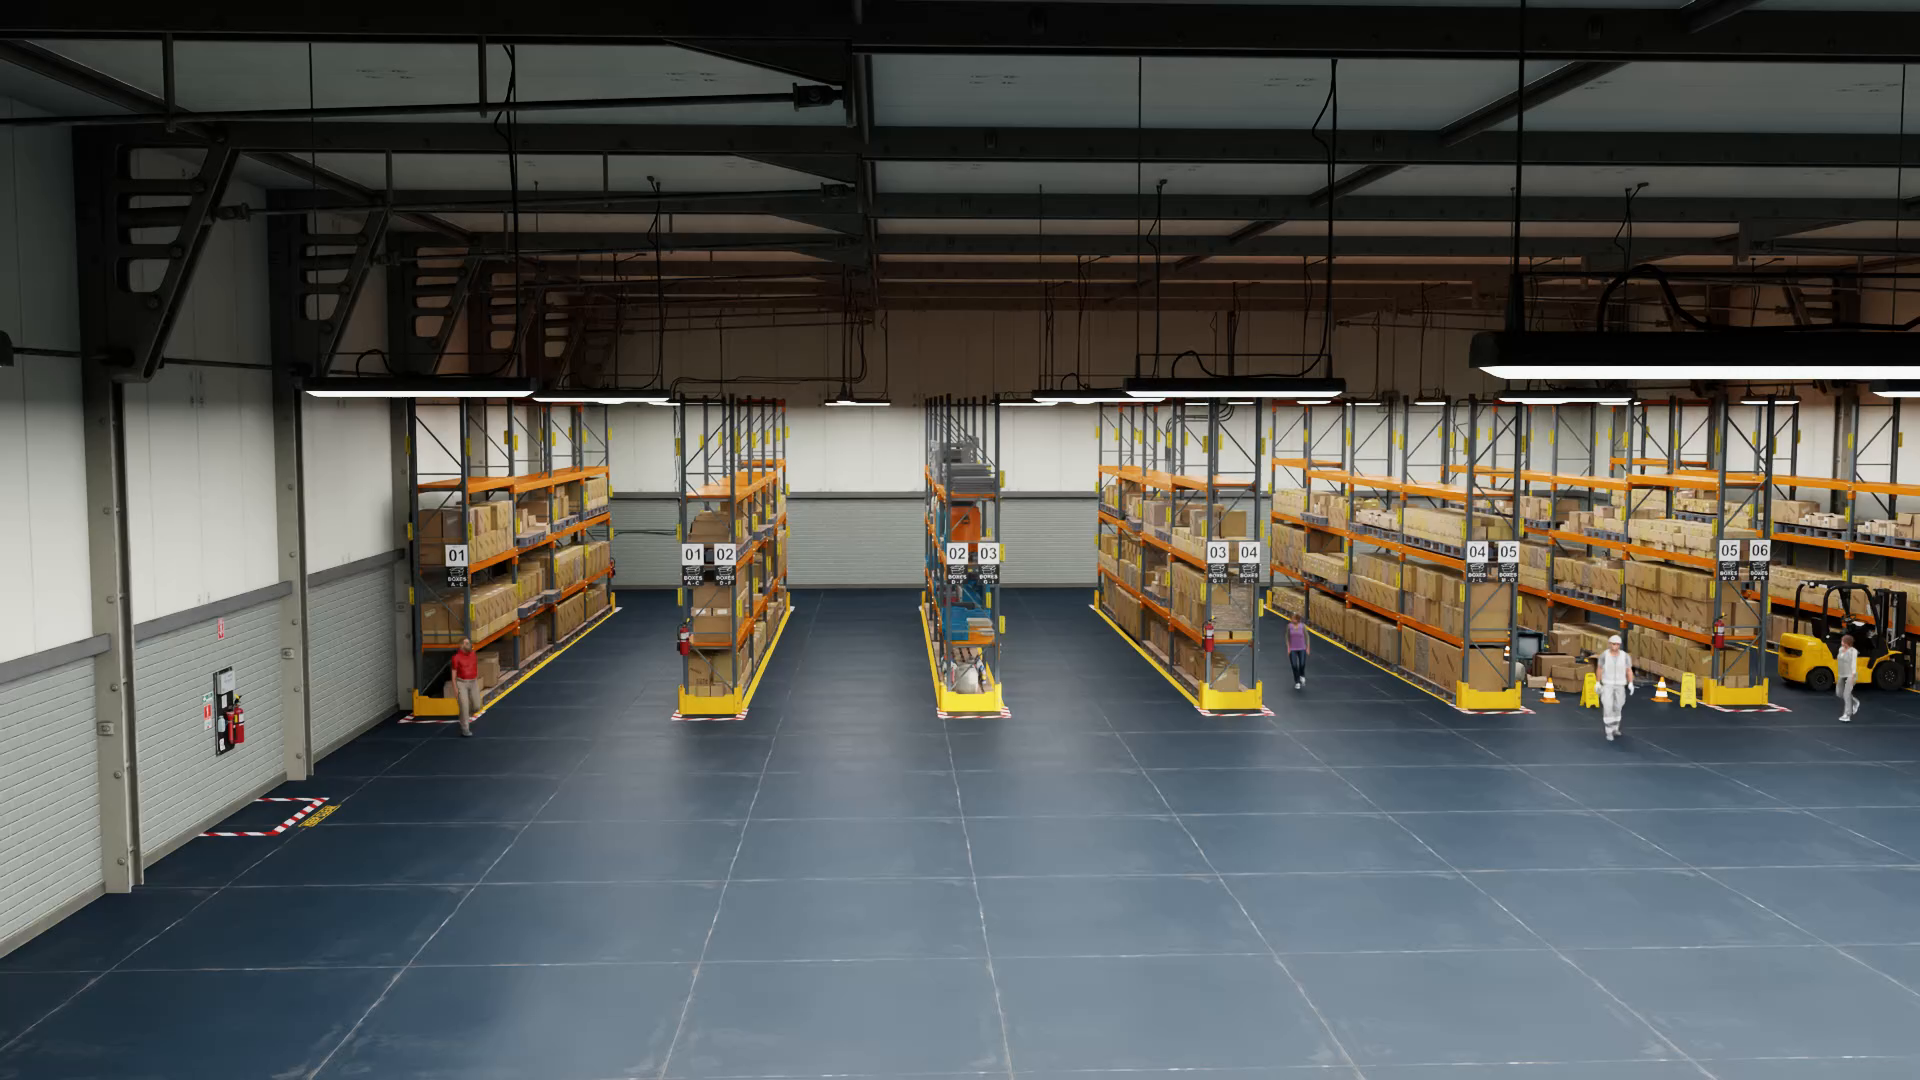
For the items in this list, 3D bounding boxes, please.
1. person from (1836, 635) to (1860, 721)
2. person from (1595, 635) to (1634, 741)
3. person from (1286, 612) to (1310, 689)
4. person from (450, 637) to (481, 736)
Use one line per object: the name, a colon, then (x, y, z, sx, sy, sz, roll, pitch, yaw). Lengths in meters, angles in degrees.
person: (16.340, 2.509, 30.522, 0.611, 1.578, 0.418, -2, 5, -21)
person: (11.379, 2.560, 28.919, 0.620, 1.826, 0.586, 1, 5, 15)
person: (6.919, 2.252, 34.064, 0.498, 1.579, 0.455, 1, 5, 18)
person: (-8.700, 2.547, 29.134, 0.516, 1.706, 0.626, -4, 6, -43)
